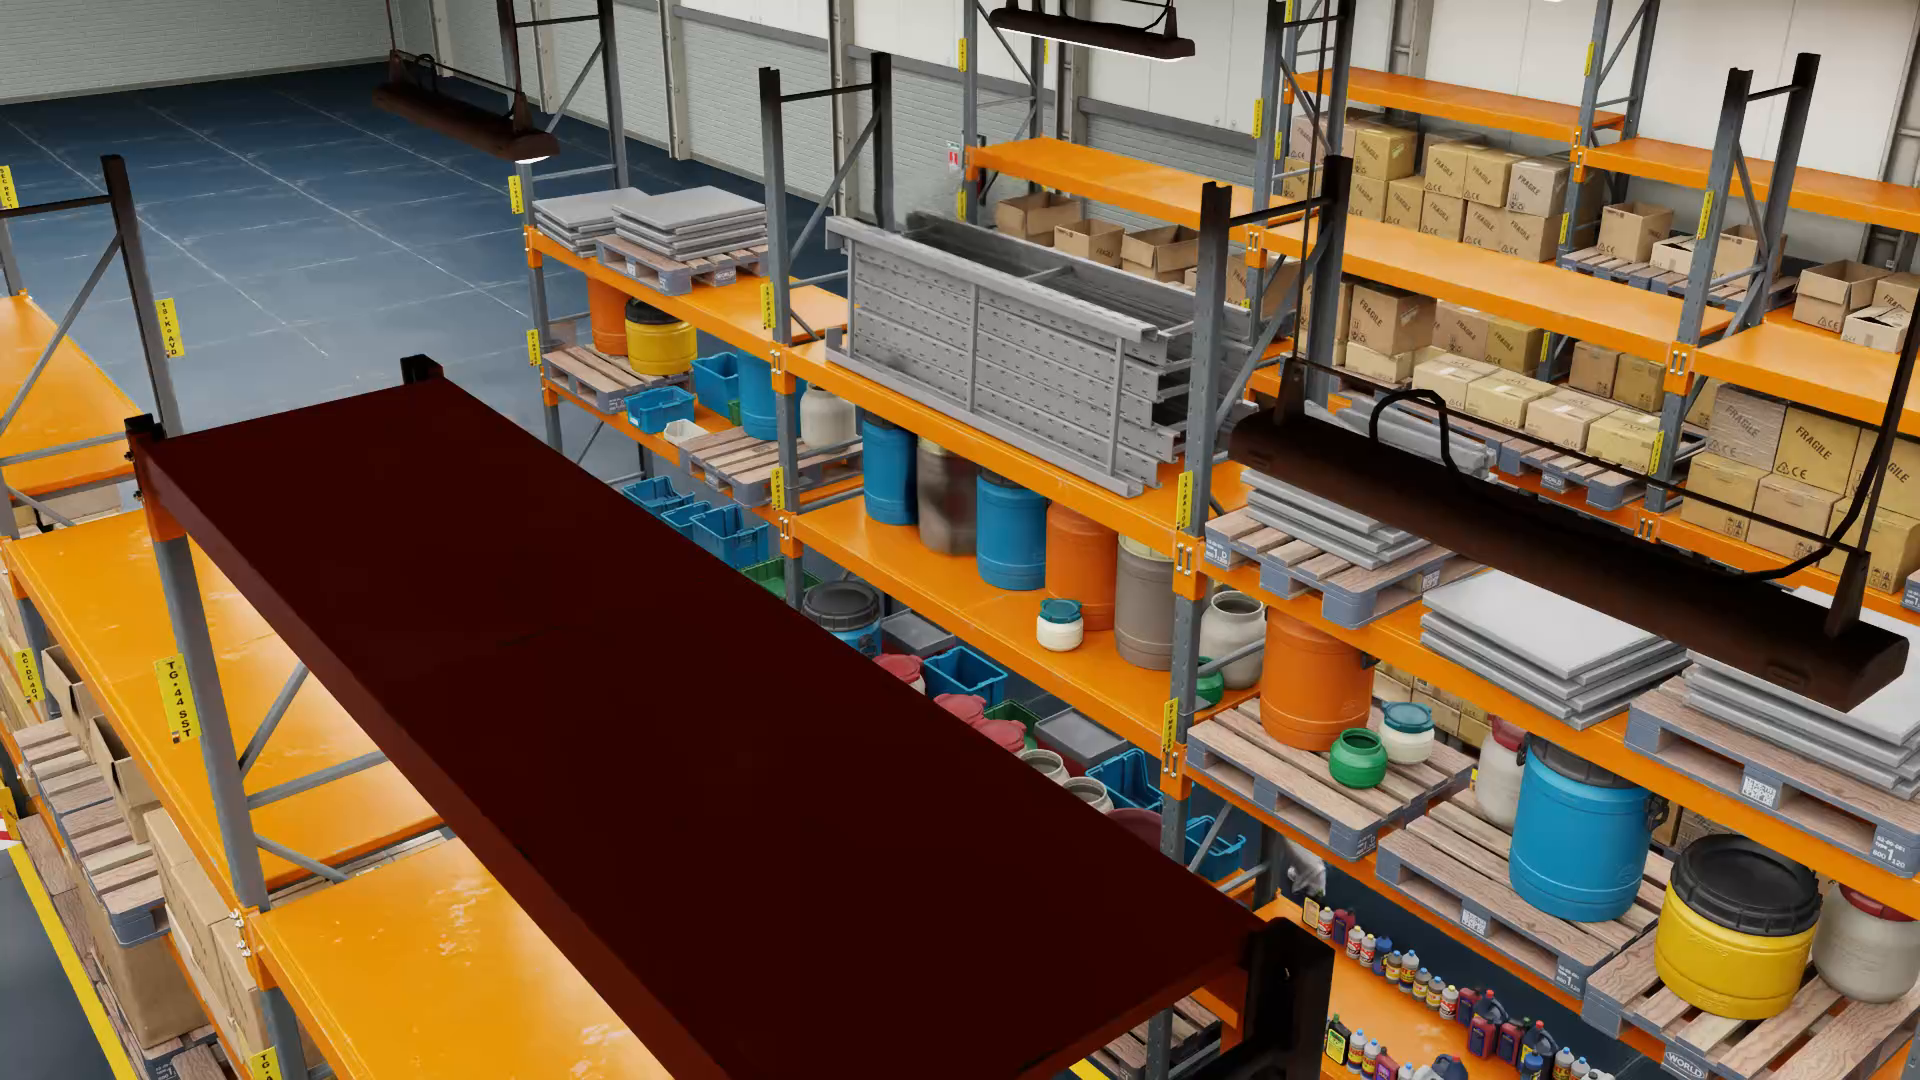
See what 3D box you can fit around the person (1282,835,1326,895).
[{"bbox_3d":[2.595,1.836,12.476,0.709,1.744,0.618,-21,33,-36],"label":"person"}]
